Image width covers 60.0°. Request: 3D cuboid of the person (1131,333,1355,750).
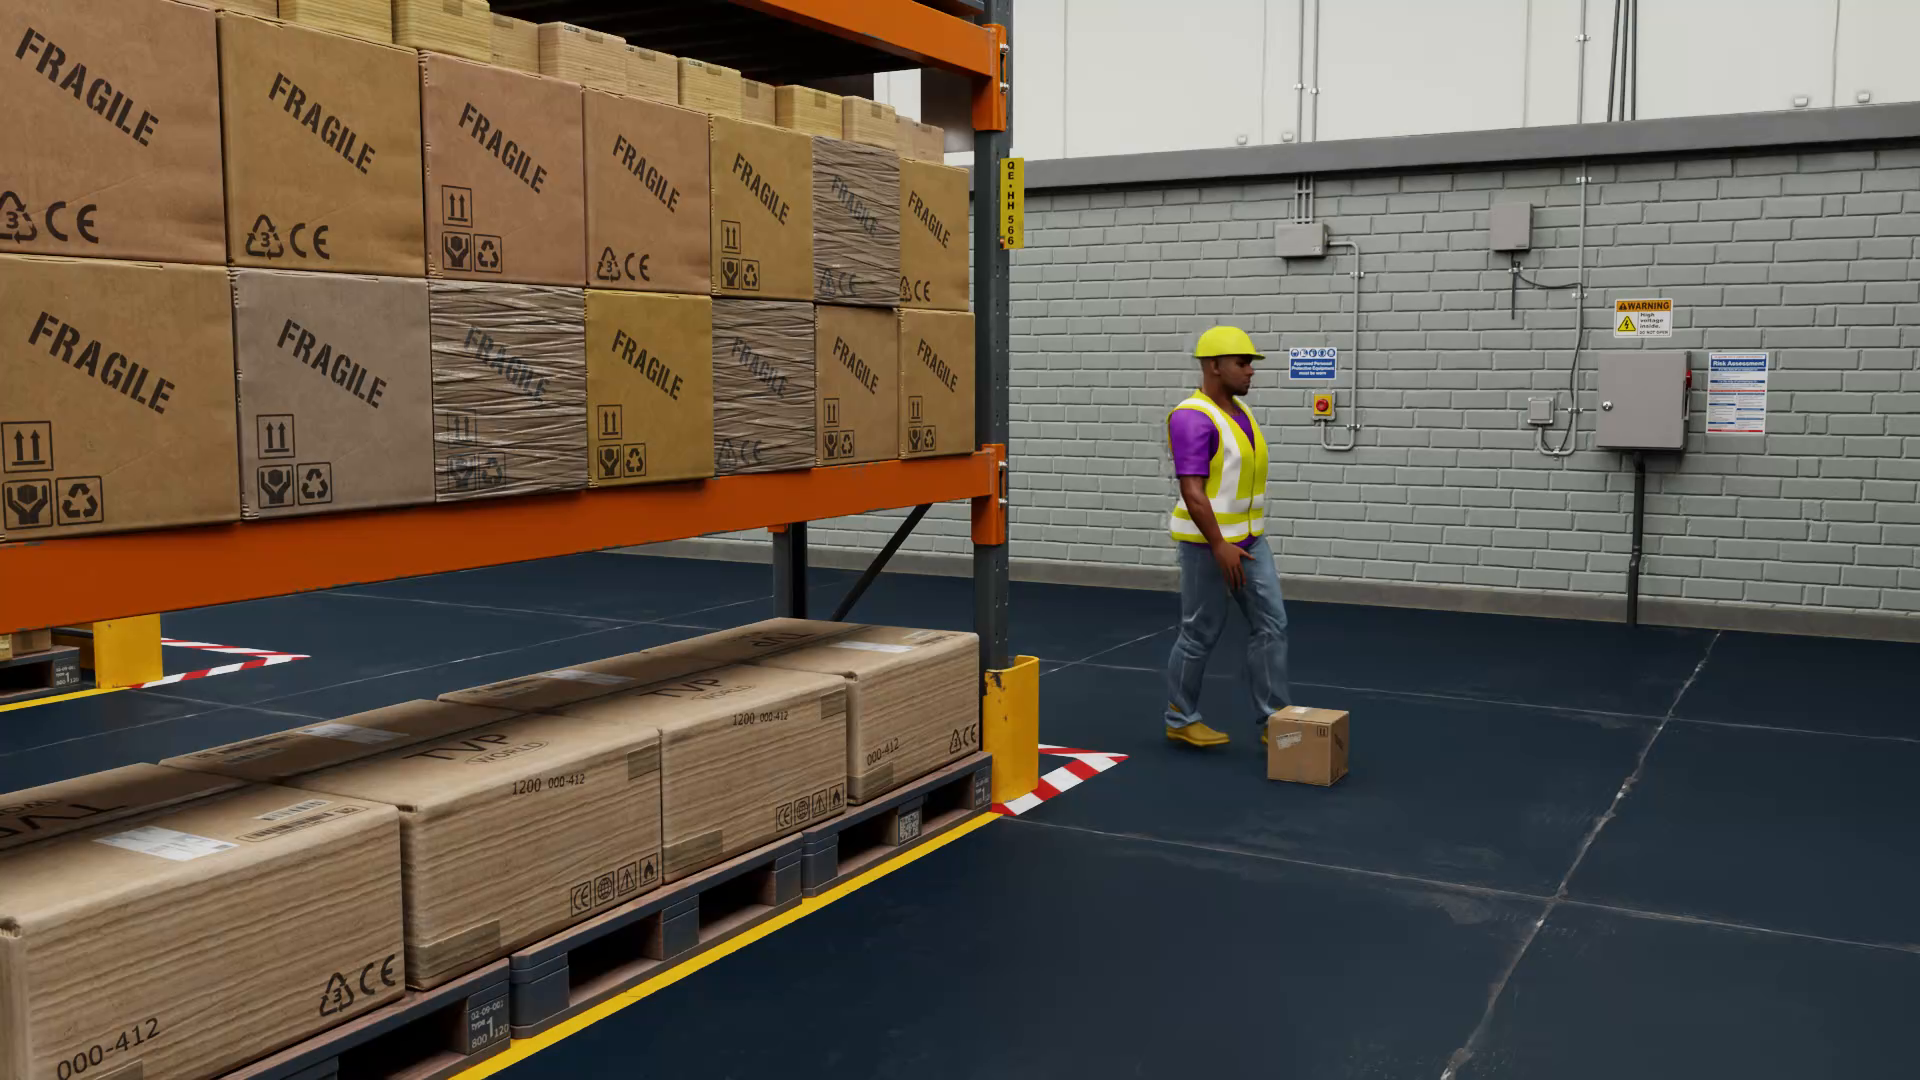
[{"bbox_3d":[1.120,0.036,6.716,0.939,1.731,0.579,5,8,41],"label":"person"}]
